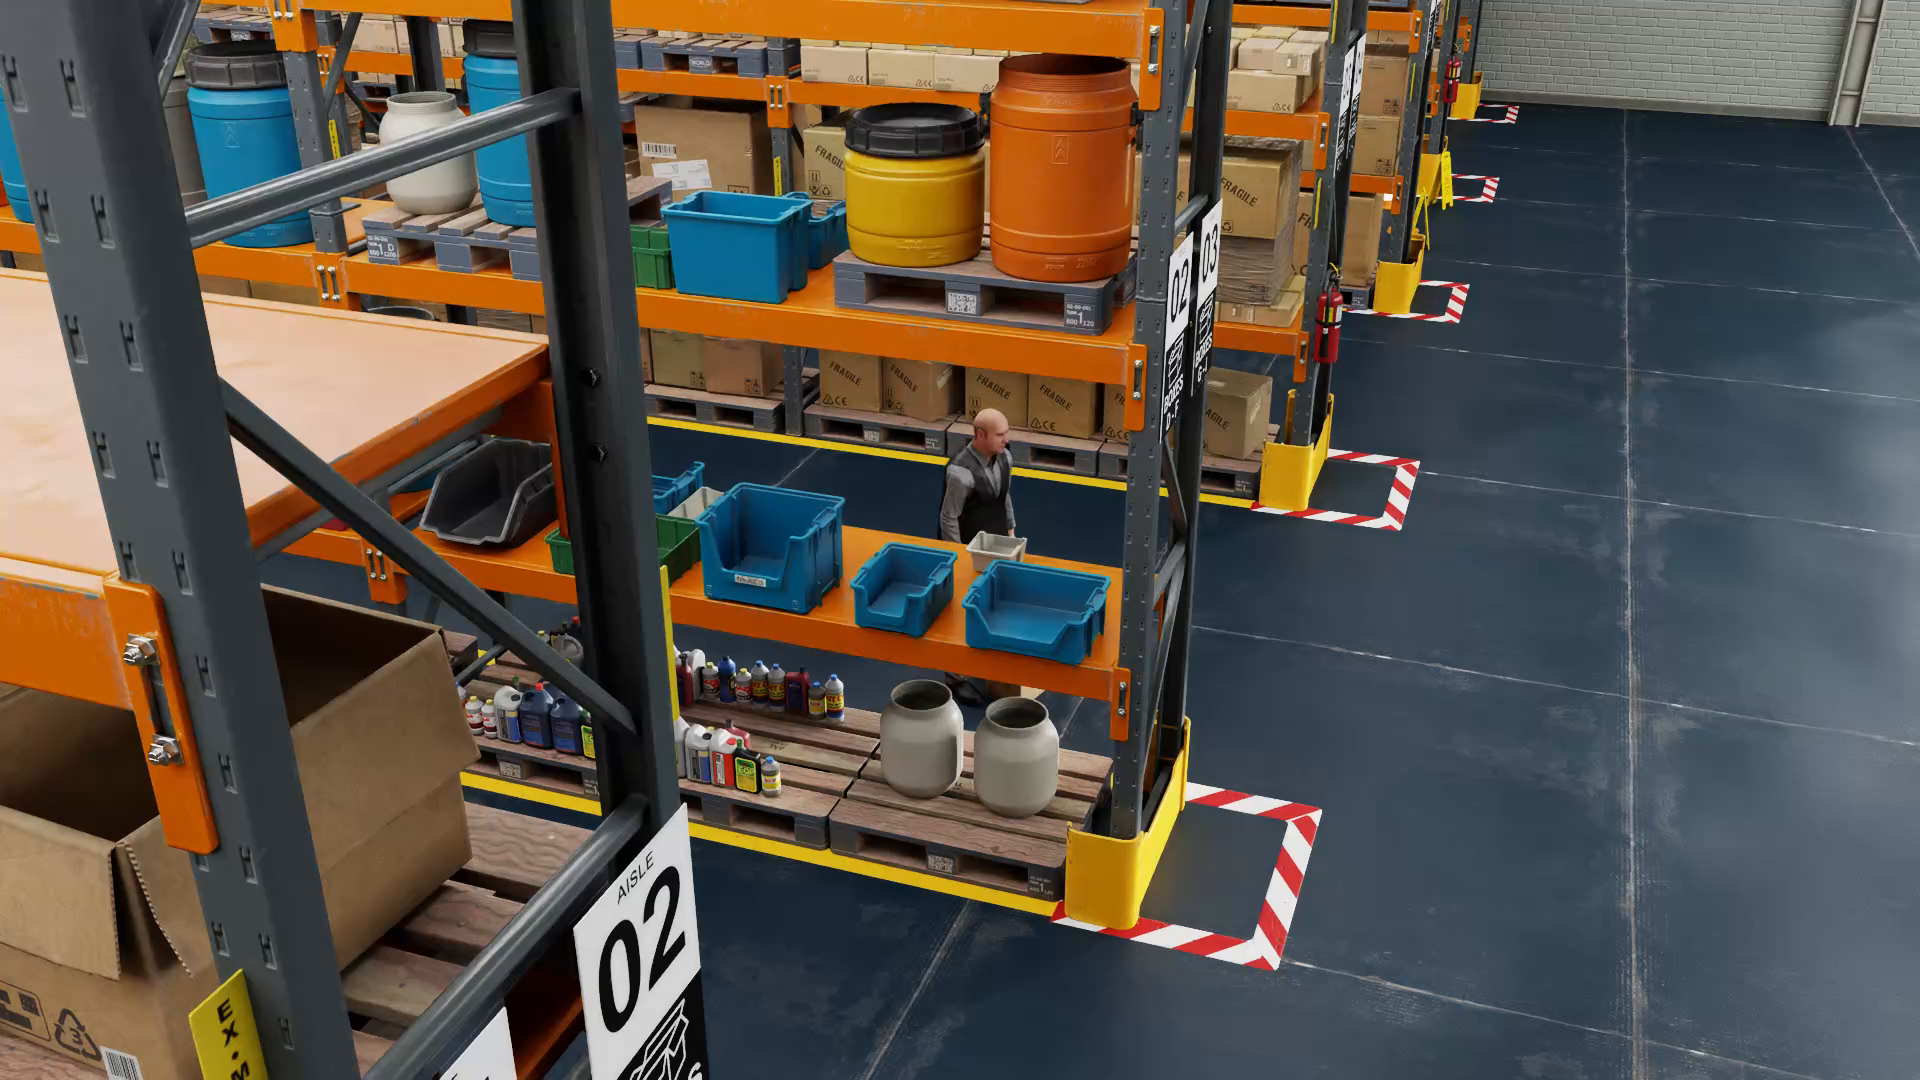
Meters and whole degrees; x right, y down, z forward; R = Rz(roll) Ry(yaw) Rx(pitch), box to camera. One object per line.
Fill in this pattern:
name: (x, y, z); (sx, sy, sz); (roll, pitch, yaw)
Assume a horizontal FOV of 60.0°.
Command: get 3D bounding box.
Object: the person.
person: (0.114, 0.056, 9.480); (0.460, 1.720, 0.580); (19, 31, 34)
